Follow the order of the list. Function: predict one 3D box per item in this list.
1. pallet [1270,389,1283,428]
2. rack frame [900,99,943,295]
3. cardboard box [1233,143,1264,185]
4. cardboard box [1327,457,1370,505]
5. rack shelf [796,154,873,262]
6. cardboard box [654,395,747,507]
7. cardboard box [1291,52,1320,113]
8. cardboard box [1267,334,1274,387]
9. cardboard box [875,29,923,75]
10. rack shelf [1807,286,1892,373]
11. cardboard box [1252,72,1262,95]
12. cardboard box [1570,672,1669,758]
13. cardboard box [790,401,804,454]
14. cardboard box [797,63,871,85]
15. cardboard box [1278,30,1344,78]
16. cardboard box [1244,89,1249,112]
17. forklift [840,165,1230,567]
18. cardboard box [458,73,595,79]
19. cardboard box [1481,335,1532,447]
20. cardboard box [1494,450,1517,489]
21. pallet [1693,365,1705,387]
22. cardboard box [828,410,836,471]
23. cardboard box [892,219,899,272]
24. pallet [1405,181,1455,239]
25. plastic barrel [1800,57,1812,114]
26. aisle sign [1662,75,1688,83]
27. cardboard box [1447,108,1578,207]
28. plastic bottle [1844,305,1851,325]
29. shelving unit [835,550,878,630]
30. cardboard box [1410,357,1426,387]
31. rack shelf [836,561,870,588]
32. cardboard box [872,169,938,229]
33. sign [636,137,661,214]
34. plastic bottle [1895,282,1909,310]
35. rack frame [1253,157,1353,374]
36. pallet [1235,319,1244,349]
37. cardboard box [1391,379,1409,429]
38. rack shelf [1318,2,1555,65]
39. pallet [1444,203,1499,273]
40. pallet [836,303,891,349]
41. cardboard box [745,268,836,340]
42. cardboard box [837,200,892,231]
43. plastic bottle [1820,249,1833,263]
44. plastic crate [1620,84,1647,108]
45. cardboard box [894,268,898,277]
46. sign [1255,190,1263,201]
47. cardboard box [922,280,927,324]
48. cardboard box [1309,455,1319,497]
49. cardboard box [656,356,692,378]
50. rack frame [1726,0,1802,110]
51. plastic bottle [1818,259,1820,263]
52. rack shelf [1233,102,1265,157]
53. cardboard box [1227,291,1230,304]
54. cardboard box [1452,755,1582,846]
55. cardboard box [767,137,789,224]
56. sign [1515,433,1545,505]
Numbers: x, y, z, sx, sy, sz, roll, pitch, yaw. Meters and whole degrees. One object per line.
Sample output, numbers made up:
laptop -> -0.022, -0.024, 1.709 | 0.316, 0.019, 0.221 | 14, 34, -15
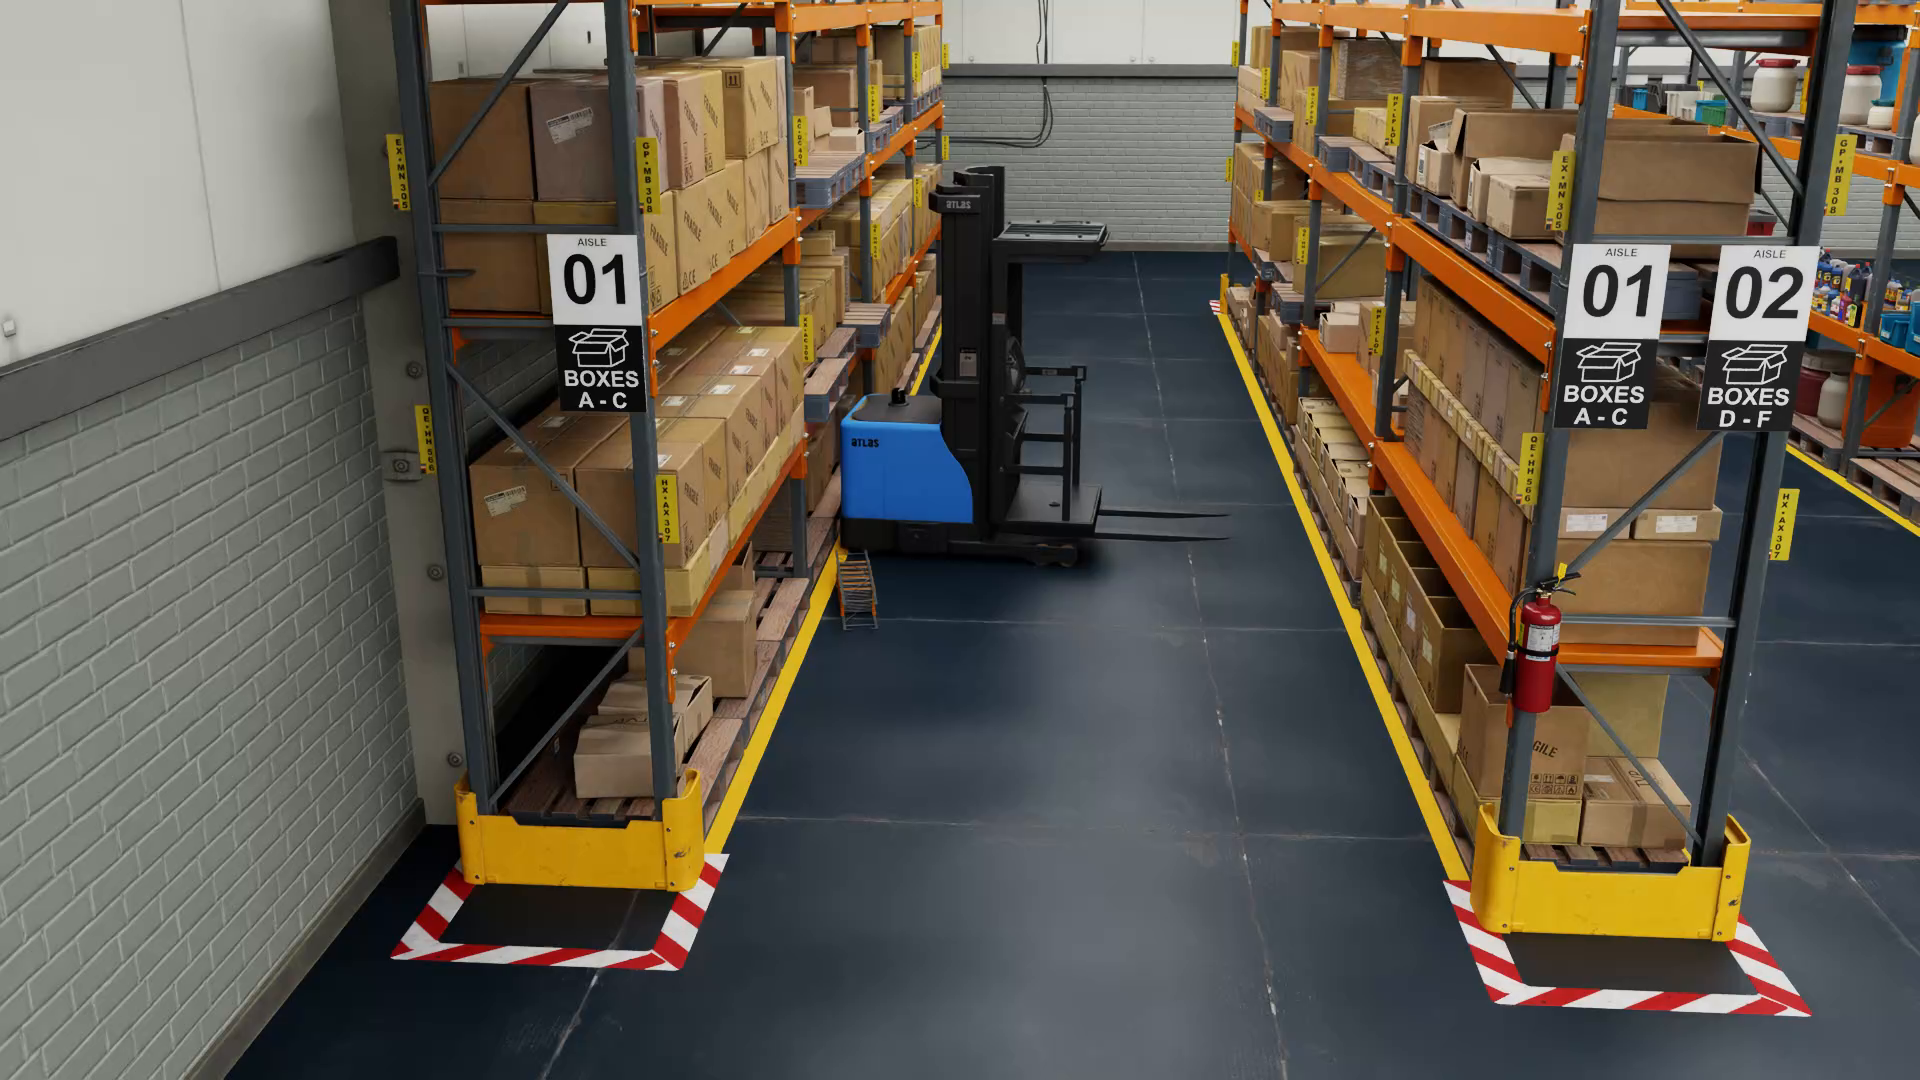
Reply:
pallet -> 3.806, -1.401, 17.359 | 1.003, 0.211, 1.213 | 1, 18, 4
rack frame -> -0.743, -4.711, 22.983 | 1.000, 3.000, 0.127 | 1, 18, 4
cardboard box -> 3.904, -4.992, 22.075 | 0.500, 0.500, 0.500 | 2, 18, 6
cardboard box -> 3.151, -0.483, 12.920 | 0.500, 0.311, 0.500 | 1, 18, 4
rack shelf -> -1.459, -2.689, 13.150 | 1.077, 0.370, 4.000 | 1, 18, 4
cardboard box -> -1.467, -0.492, 9.110 | 0.500, 0.500, 0.500 | 1, 18, 2
cardboard box -> 3.777, -4.716, 17.187 | 0.600, 0.600, 0.600 | 1, 18, 3
cardboard box -> 3.564, -1.915, 17.757 | 0.500, 0.500, 0.500 | 2, 18, 5
cardboard box -> -0.699, -5.641, 19.207 | 0.500, 0.500, 0.500 | 1, 18, 3
rack shelf -> 8.709, -2.285, 16.733 | 1.077, 0.370, 4.000 | 1, 18, 4
cardboard box -> 3.753, -5.419, 19.763 | 0.500, 0.250, 0.500 | 1, 18, 4
cardboard box -> 3.346, 0.801, 8.697 | 0.500, 0.500, 0.500 | 1, 18, 4
cardboard box -> -1.334, -0.768, 11.160 | 0.500, 0.250, 0.500 | 1, 18, 4
cardboard box -> -1.277, -4.551, 16.812 | 0.700, 0.500, 0.500 | 1, 18, 4
cardboard box -> 3.909, -5.459, 18.683 | 0.700, 0.500, 0.500 | 1, 18, 4
cardboard box -> 3.825, -5.492, 20.789 | 0.500, 0.250, 0.500 | 1, 18, 4
forklift -> 0.618, -1.365, 12.881 | 3.031, 2.935, 1.130 | 3, 18, 8
cardboard box -> -2.091, -2.009, 8.121 | 0.500, 0.500, 0.500 | 2, 18, 7
cardboard box -> 3.169, -0.778, 8.735 | 0.700, 0.500, 0.500 | 1, 18, 4
cardboard box -> 2.945, -0.350, 8.471 | 0.380, 0.149, 0.250 | 2, 18, 5
pallet -> 8.755, -1.684, 18.223 | 1.003, 0.211, 1.213 | 1, 18, 4
cardboard box -> -1.469, -0.865, 14.555 | 0.700, 0.500, 0.500 | 1, 18, 4
cardboard box -> -0.913, -3.048, 17.239 | 0.500, 0.500, 0.500 | 2, 18, 5
pallet -> 3.303, -1.993, 10.012 | 1.003, 0.211, 1.213 | 1, 18, 4
plastic barrel -> 8.989, -4.674, 17.076 | 0.600, 0.588, 0.600 | 0, 18, 0
aisle sign -> 9.436, -5.741, 21.952 | 0.394, 0.787, 0.004 | 1, 18, 4
cardboard box -> 3.095, -2.107, 9.152 | 0.797, 0.503, 0.637 | 3, 18, 10
plastic bottle -> 8.195, -2.081, 15.277 | 0.097, 0.201, 0.097 | 0, 18, 0
shelving unit -> -0.756, 0.349, 12.044 | 0.258, 0.189, 1.200 | -2, 18, -6
cardboard box -> 3.108, -1.073, 10.679 | 0.380, 0.149, 0.250 | 2, 18, 5
rack shelf -> -0.793, 0.253, 12.343 | 0.258, 0.180, 0.103 | -2, 18, -6
cardboard box -> -0.810, -4.469, 21.762 | 0.980, 0.700, 0.700 | 1, 18, 3
sign -> -1.348, -1.571, 7.178 | 0.100, 0.325, 0.005 | 1, 18, 4
plastic bottle -> 9.024, -2.333, 15.913 | 0.061, 0.283, 0.133 | 1, 18, 4
rack frame -> 3.912, -3.359, 18.858 | 1.000, 3.000, 0.127 | 1, 18, 4
pallet -> 4.047, -2.627, 21.102 | 1.003, 0.211, 1.213 | 1, 18, 4
cardboard box -> 3.330, -0.957, 11.768 | 0.500, 0.250, 0.500 | 2, 18, 7
rack shelf -> 3.482, -3.815, 12.411 | 1.077, 0.370, 4.000 | 1, 18, 4
pallet -> 3.213, -1.615, 8.858 | 1.003, 0.211, 1.213 | 1, 18, 4
pallet -> -1.261, -1.912, 14.748 | 1.213, 0.211, 1.003 | 1, 18, 4
cardboard box -> -1.407, -1.949, 13.688 | 0.700, 0.500, 0.500 | 1, 18, 4
cardboard box -> -0.957, -3.239, 16.615 | 0.500, 0.250, 0.500 | 1, 18, 4
plastic bottle -> 9.099, -2.874, 17.456 | 0.144, 0.351, 0.185 | 1, 18, 4
plastic crate -> 8.833, -5.740, 21.516 | 0.497, 0.269, 0.590 | 1, 18, 4
cardboard box -> -0.873, -2.931, 17.923 | 0.380, 0.149, 0.250 | 1, 18, 4
sign -> 3.370, -3.780, 18.753 | 0.100, 0.325, 0.005 | 1, 18, 4
cardboard box -> -0.795, -3.026, 21.180 | 0.700, 0.500, 0.500 | 2, 18, 5
cardboard box -> 3.228, -0.536, 13.983 | 0.500, 0.250, 0.500 | 1, 18, 2
cardboard box -> -1.927, -0.822, 10.119 | 0.500, 0.500, 0.500 | 2, 18, 5
rack frame -> 8.852, -6.098, 17.583 | 1.000, 3.000, 0.127 | 1, 18, 4
plastic bottle -> 8.956, -2.877, 17.466 | 0.144, 0.351, 0.185 | 1, 18, 4
rack shelf -> 4.055, -5.064, 20.399 | 1.077, 0.370, 4.000 | 1, 18, 4
cardboard box -> 3.808, -3.264, 22.411 | 0.380, 0.166, 0.250 | 1, 18, 4
cardboard box -> 2.795, 1.302, 8.375 | 0.500, 0.250, 0.500 | 1, 18, 4
cardboard box -> -1.393, -2.303, 10.625 | 0.500, 0.500, 0.500 | 2, 18, 5
sign -> 2.511, -0.312, 7.317 | 0.100, 0.325, 0.005 | 1, 18, 4
